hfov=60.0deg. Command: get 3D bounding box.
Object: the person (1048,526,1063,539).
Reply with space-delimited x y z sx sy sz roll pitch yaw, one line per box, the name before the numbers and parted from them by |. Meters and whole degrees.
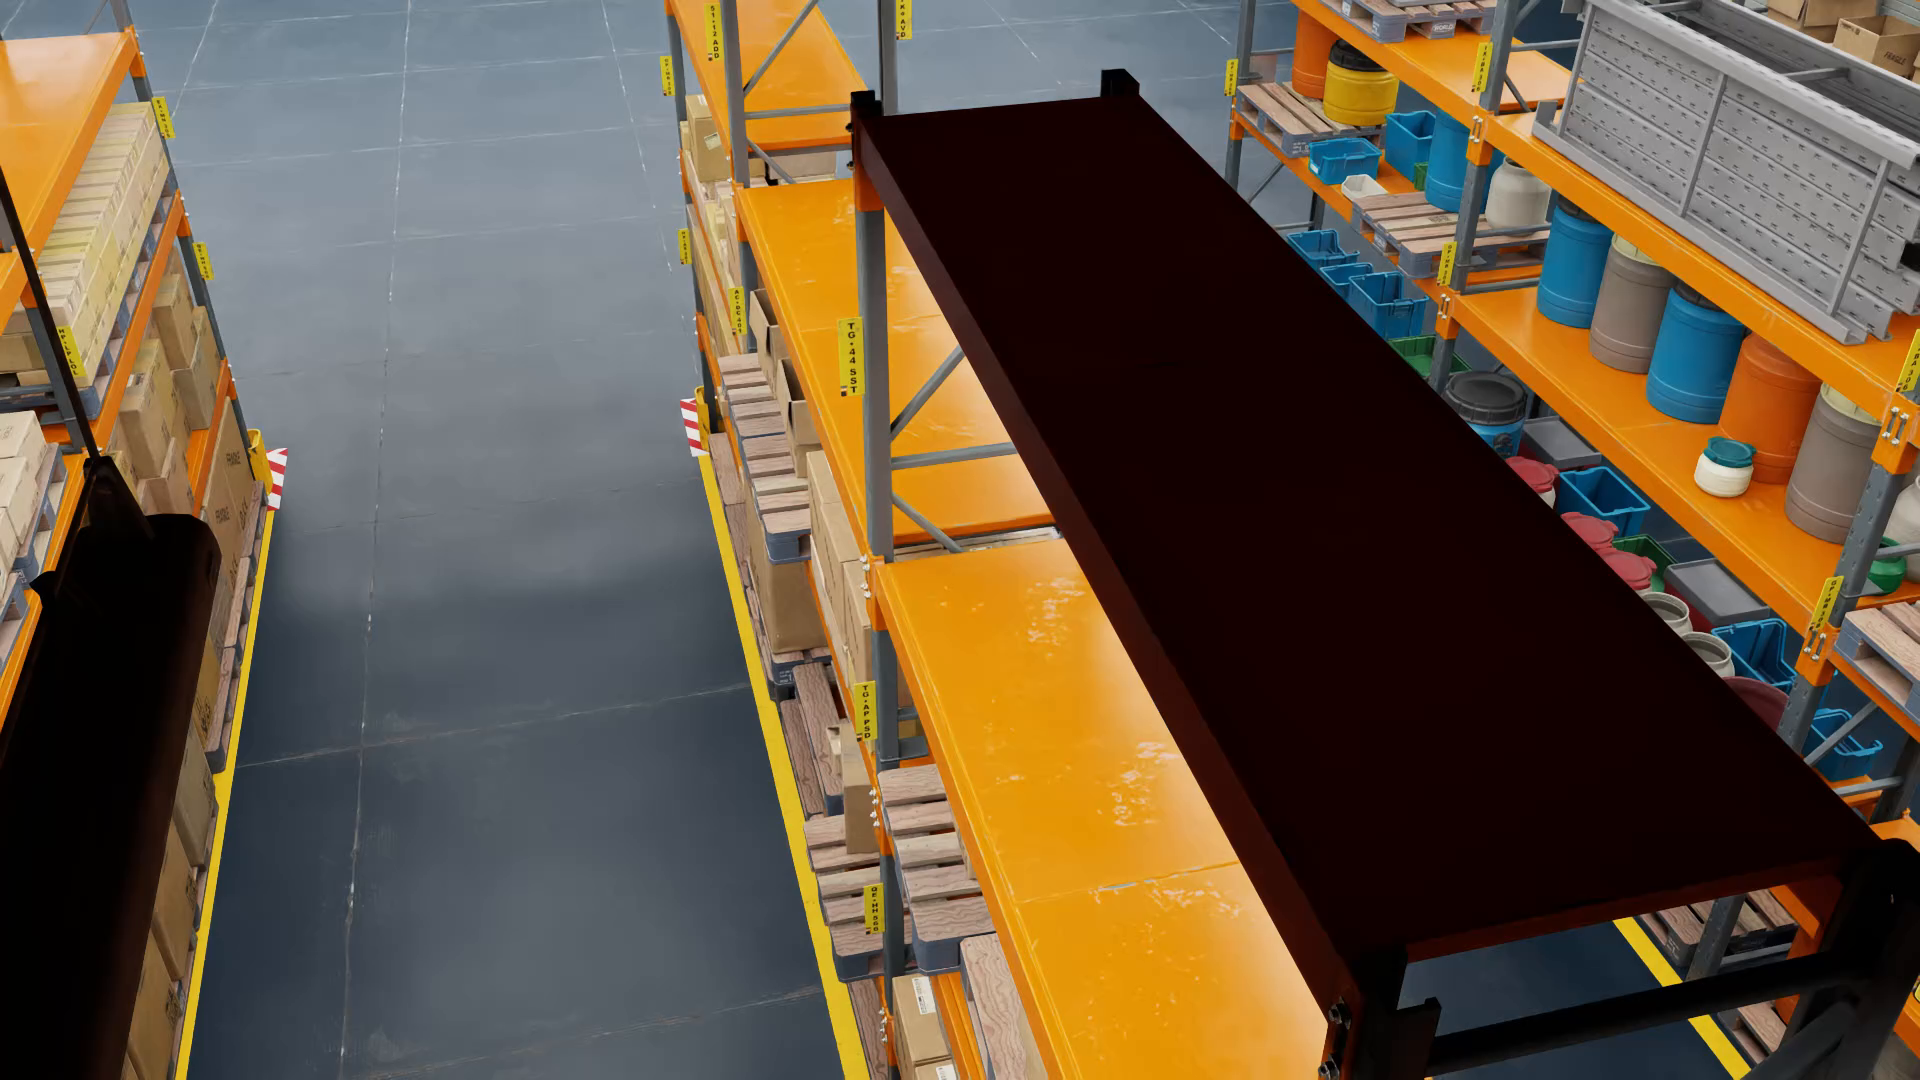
person | 0.568 0.272 12.212 0.515 1.631 0.951 -15 37 -20
